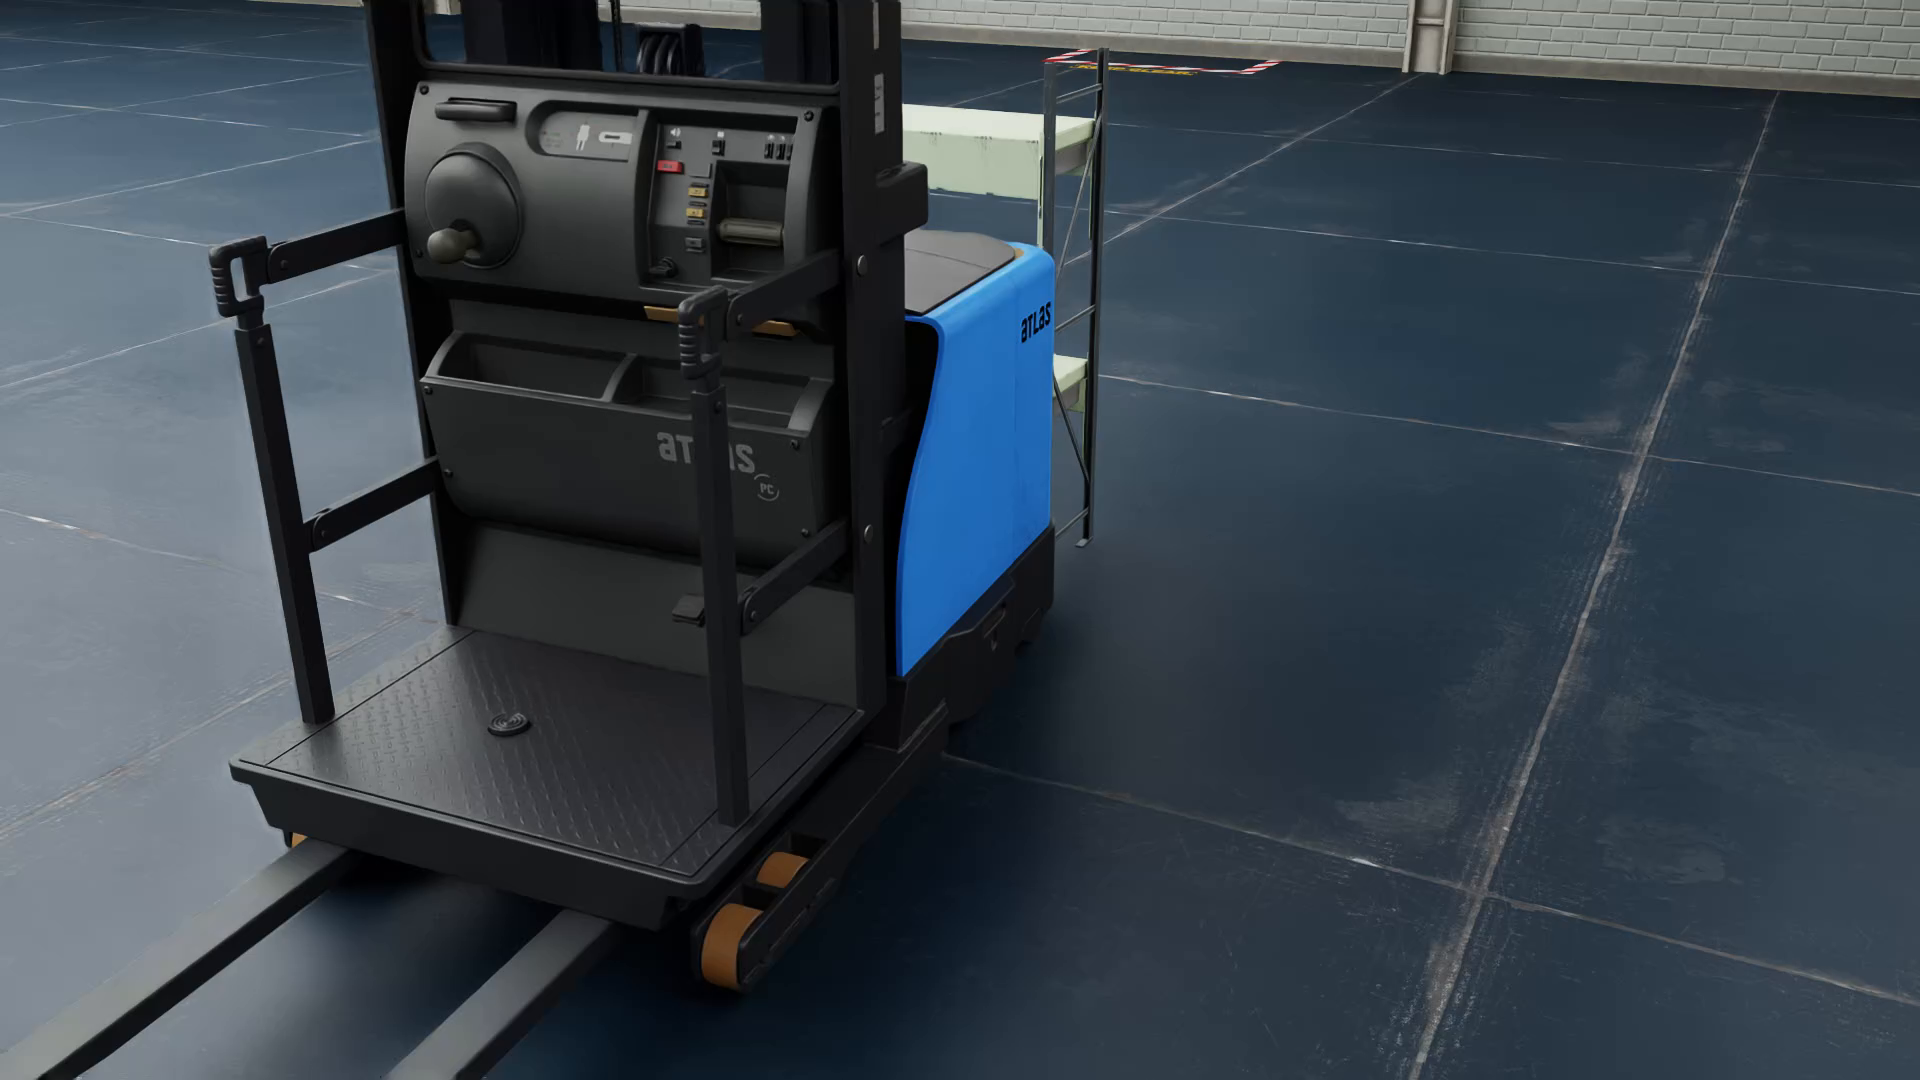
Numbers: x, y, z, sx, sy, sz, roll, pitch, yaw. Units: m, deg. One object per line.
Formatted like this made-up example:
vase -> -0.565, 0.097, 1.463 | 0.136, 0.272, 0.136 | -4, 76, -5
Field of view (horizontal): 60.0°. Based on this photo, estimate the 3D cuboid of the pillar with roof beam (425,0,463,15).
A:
pillar with roof beam -> -8.278, -9.148, 15.263 | 0.400, 9.000, 9.100 | 11, 25, 25

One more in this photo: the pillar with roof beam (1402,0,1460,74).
pillar with roof beam -> 2.431, -7.029, 10.280 | 0.400, 9.000, 9.100 | 11, 25, 25

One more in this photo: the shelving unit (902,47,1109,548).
shelving unit -> -0.006, -0.691, 4.959 | 0.755, 1.500, 0.431 | 11, 25, 25

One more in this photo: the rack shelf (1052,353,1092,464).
rack shelf -> -0.006, -0.391, 5.087 | 0.720, 0.370, 0.431 | 11, 25, 25

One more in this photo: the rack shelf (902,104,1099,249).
rack shelf -> -0.006, -1.050, 4.807 | 0.720, 0.370, 0.431 | 11, 25, 25

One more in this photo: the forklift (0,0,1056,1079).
forklift -> -0.775, -0.668, 3.074 | 1.130, 2.935, 3.031 | 9, 25, 21

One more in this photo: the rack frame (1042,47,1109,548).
rack frame -> 0.321, -0.627, 4.807 | 0.023, 1.500, 0.400 | 11, 25, 25
